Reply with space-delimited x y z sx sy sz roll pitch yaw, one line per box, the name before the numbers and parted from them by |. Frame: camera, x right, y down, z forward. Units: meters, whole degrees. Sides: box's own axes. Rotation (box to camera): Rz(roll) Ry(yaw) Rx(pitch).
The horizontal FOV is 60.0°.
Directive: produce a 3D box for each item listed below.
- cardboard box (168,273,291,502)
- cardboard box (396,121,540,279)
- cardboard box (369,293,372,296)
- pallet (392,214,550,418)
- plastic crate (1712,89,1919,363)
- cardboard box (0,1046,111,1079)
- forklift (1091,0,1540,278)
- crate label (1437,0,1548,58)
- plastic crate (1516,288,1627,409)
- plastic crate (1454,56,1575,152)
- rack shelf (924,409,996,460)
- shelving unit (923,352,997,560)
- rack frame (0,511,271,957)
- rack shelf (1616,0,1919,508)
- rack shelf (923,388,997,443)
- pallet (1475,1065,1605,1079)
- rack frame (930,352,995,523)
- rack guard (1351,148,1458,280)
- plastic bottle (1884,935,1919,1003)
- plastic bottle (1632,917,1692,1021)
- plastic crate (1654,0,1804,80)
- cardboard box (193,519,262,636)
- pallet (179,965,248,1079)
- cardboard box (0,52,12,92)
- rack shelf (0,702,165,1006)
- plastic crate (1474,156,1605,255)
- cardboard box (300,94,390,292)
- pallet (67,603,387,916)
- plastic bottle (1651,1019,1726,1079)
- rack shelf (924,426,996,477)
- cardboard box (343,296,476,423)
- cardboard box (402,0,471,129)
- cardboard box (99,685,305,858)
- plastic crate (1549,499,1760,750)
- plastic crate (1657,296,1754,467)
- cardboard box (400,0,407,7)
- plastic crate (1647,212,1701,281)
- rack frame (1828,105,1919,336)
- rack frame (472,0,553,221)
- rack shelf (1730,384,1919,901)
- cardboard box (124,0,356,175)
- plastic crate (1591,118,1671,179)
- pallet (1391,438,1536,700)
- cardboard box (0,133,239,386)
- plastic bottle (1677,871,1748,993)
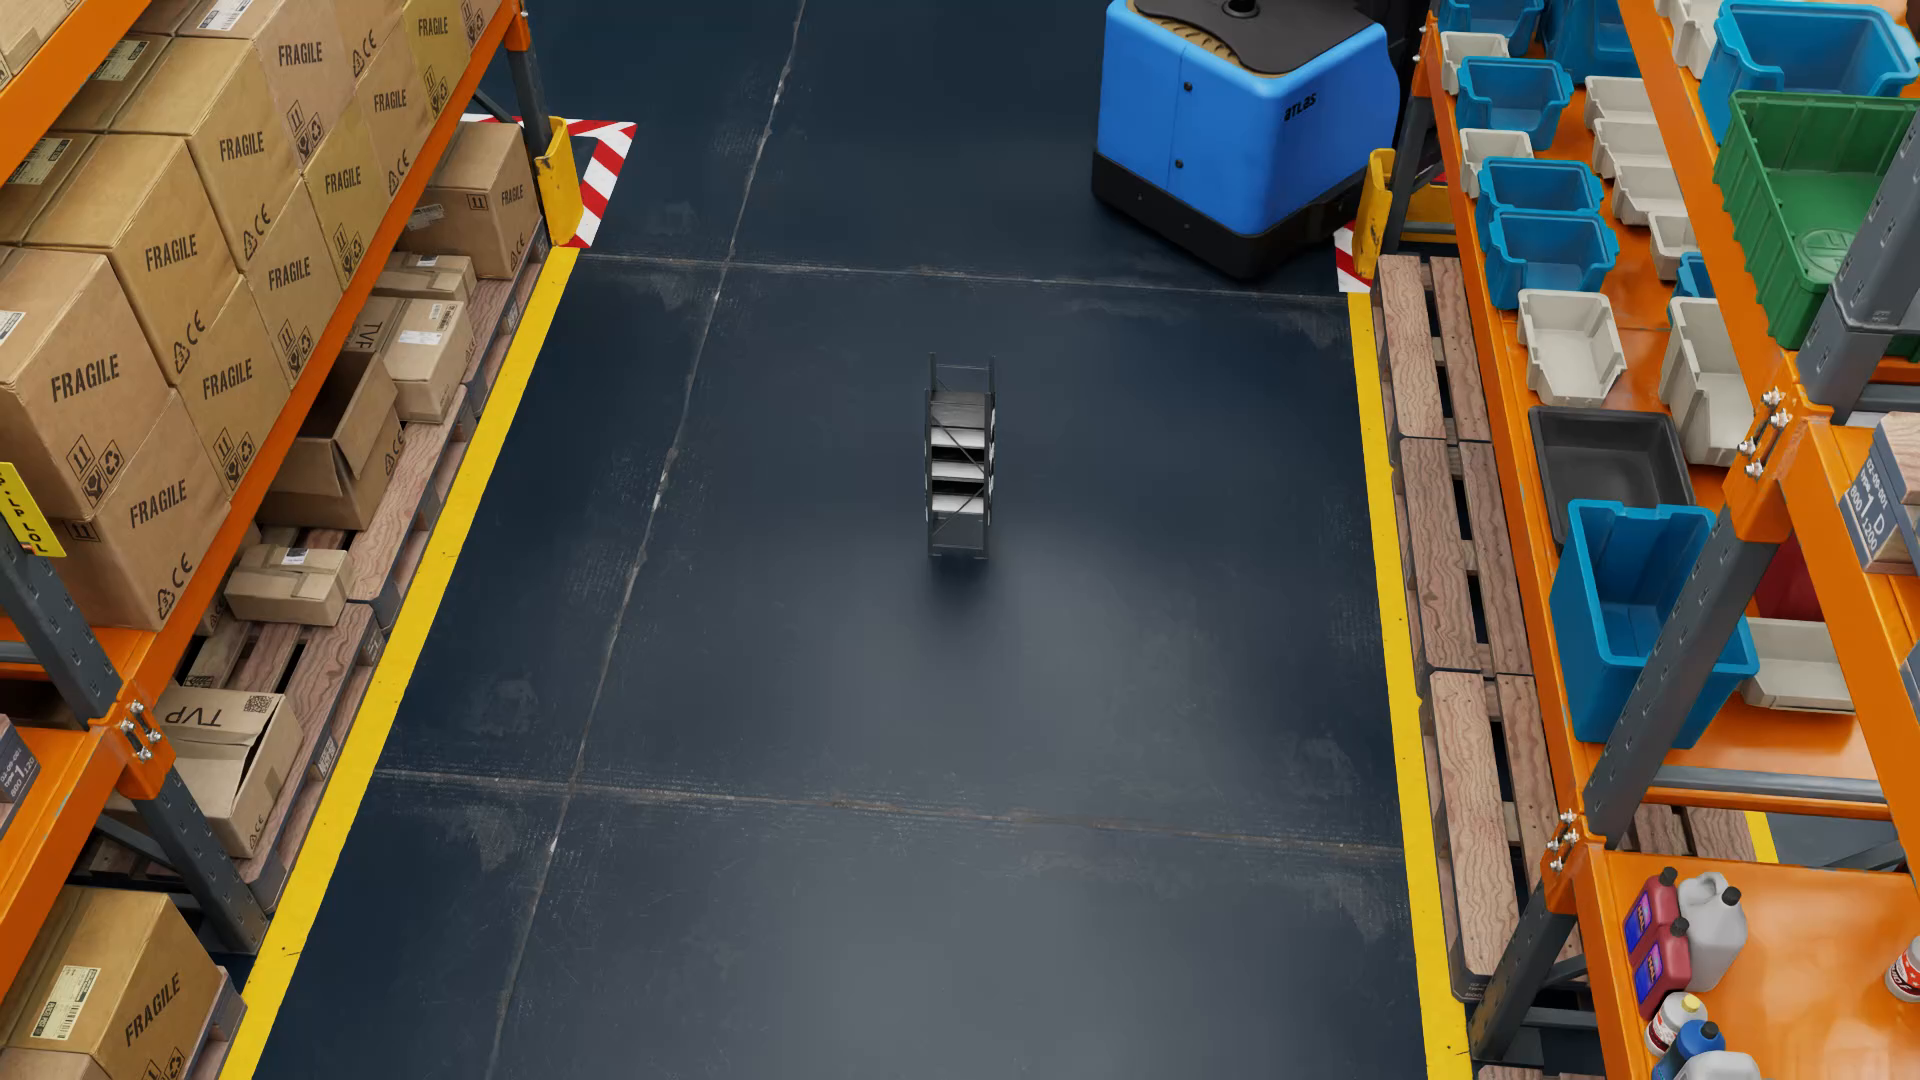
cardboard box | -2.452 -0.482 5.090 0.500 0.500 0.500 5 48 4
cardboard box | -2.253 -1.544 7.525 0.500 0.500 0.500 4 48 4
cardboard box | -2.827 -1.128 7.314 0.500 0.250 0.500 4 48 4
pallet | -2.528 -1.072 7.588 1.003 0.211 1.213 4 48 4
plastic crate | 1.856 -0.652 3.425 0.450 0.188 0.662 4 48 4
cardboard box | -2.627 1.724 4.536 0.500 0.500 0.500 4 48 4
forklift | 2.070 -3.175 7.668 3.031 2.935 1.130 -35 56 -27
crate label | 2.133 -2.124 6.732 0.416 0.233 0.303 4 48 4
plastic crate | 1.978 -0.611 5.414 0.293 0.136 0.466 4 48 4
plastic crate | 2.073 -1.640 6.290 0.416 0.233 0.300 4 48 4
rack shelf | 0.001 -0.409 6.315 0.258 0.077 0.200 4 48 4
shelving unit | 0.001 -0.310 6.423 0.258 0.900 0.210 4 48 4
rack frame | -2.814 0.284 4.457 1.000 3.000 0.127 4 48 4
rack shelf | 2.301 -1.619 4.653 1.077 0.370 4.000 4 48 4
rack shelf | 0.001 -0.469 6.249 0.258 0.077 0.200 4 48 4
pallet | 2.007 2.126 4.663 1.003 0.211 1.213 4 48 4
rack frame | 0.010 -0.384 6.492 0.240 0.900 0.006 4 48 4
rack guard | 2.473 -1.494 7.778 1.175 0.500 0.348 4 48 4
plastic bottle | 2.279 1.004 3.934 0.097 0.201 0.097 0 48 0
plastic bottle | 1.648 0.998 3.883 0.061 0.283 0.133 4 48 4
plastic crate | 1.856 -1.263 4.019 0.293 0.136 0.466 4 48 4
cardboard box | -2.976 0.054 6.191 0.500 0.311 0.500 4 48 4
pallet | -2.850 1.826 4.937 1.003 0.211 1.213 4 48 4
cardboard box | -2.523 -1.018 3.717 0.500 0.250 0.500 4 48 4
rack shelf | -2.996 1.997 3.378 1.077 0.370 4.000 4 48 4
plastic crate | 2.013 -1.156 5.847 0.416 0.233 0.300 4 48 4
cardboard box | -2.360 -1.223 5.768 0.500 0.500 0.500 3 48 3
pallet | -2.750 0.721 5.948 1.003 0.211 1.213 4 48 4
plastic bottle | 1.647 1.160 3.743 0.097 0.271 0.097 0 48 0
rack shelf | 0.001 -0.348 6.382 0.258 0.077 0.200 4 48 4
cardboard box | -2.370 -0.763 6.981 0.500 0.250 0.500 4 48 4
cardboard box | -2.263 -1.960 6.442 0.500 0.500 0.500 4 48 4
cardboard box | -2.560 0.749 5.556 0.500 0.311 0.500 4 48 4
plastic crate | 1.822 0.239 4.468 0.392 0.384 0.575 4 48 4
plastic crate | 2.441 -0.470 5.186 0.437 0.282 0.530 4 48 4
cardboard box | -2.261 -2.309 6.084 0.500 0.500 0.500 5 48 5
plastic crate | 2.539 -1.002 5.772 0.298 0.136 0.250 4 48 4
rack frame | 2.119 -1.405 1.936 1.000 3.000 0.127 4 48 4
rack frame | -2.449 -2.655 7.146 1.000 3.000 0.127 4 48 4
rack shelf | 1.936 1.320 1.964 1.077 0.370 4.000 4 48 4
cardboard box | -2.351 -1.551 5.390 0.500 0.500 0.500 5 48 5
plastic crate | 2.548 -1.427 6.160 0.396 0.136 0.243 4 48 4
pallet | 2.256 0.119 6.498 1.003 0.211 1.213 4 48 4
cardboard box | -2.444 -0.793 4.697 0.500 0.500 0.500 3 48 2
plastic bottle | 1.760 0.903 3.924 0.144 0.351 0.185 4 48 4
